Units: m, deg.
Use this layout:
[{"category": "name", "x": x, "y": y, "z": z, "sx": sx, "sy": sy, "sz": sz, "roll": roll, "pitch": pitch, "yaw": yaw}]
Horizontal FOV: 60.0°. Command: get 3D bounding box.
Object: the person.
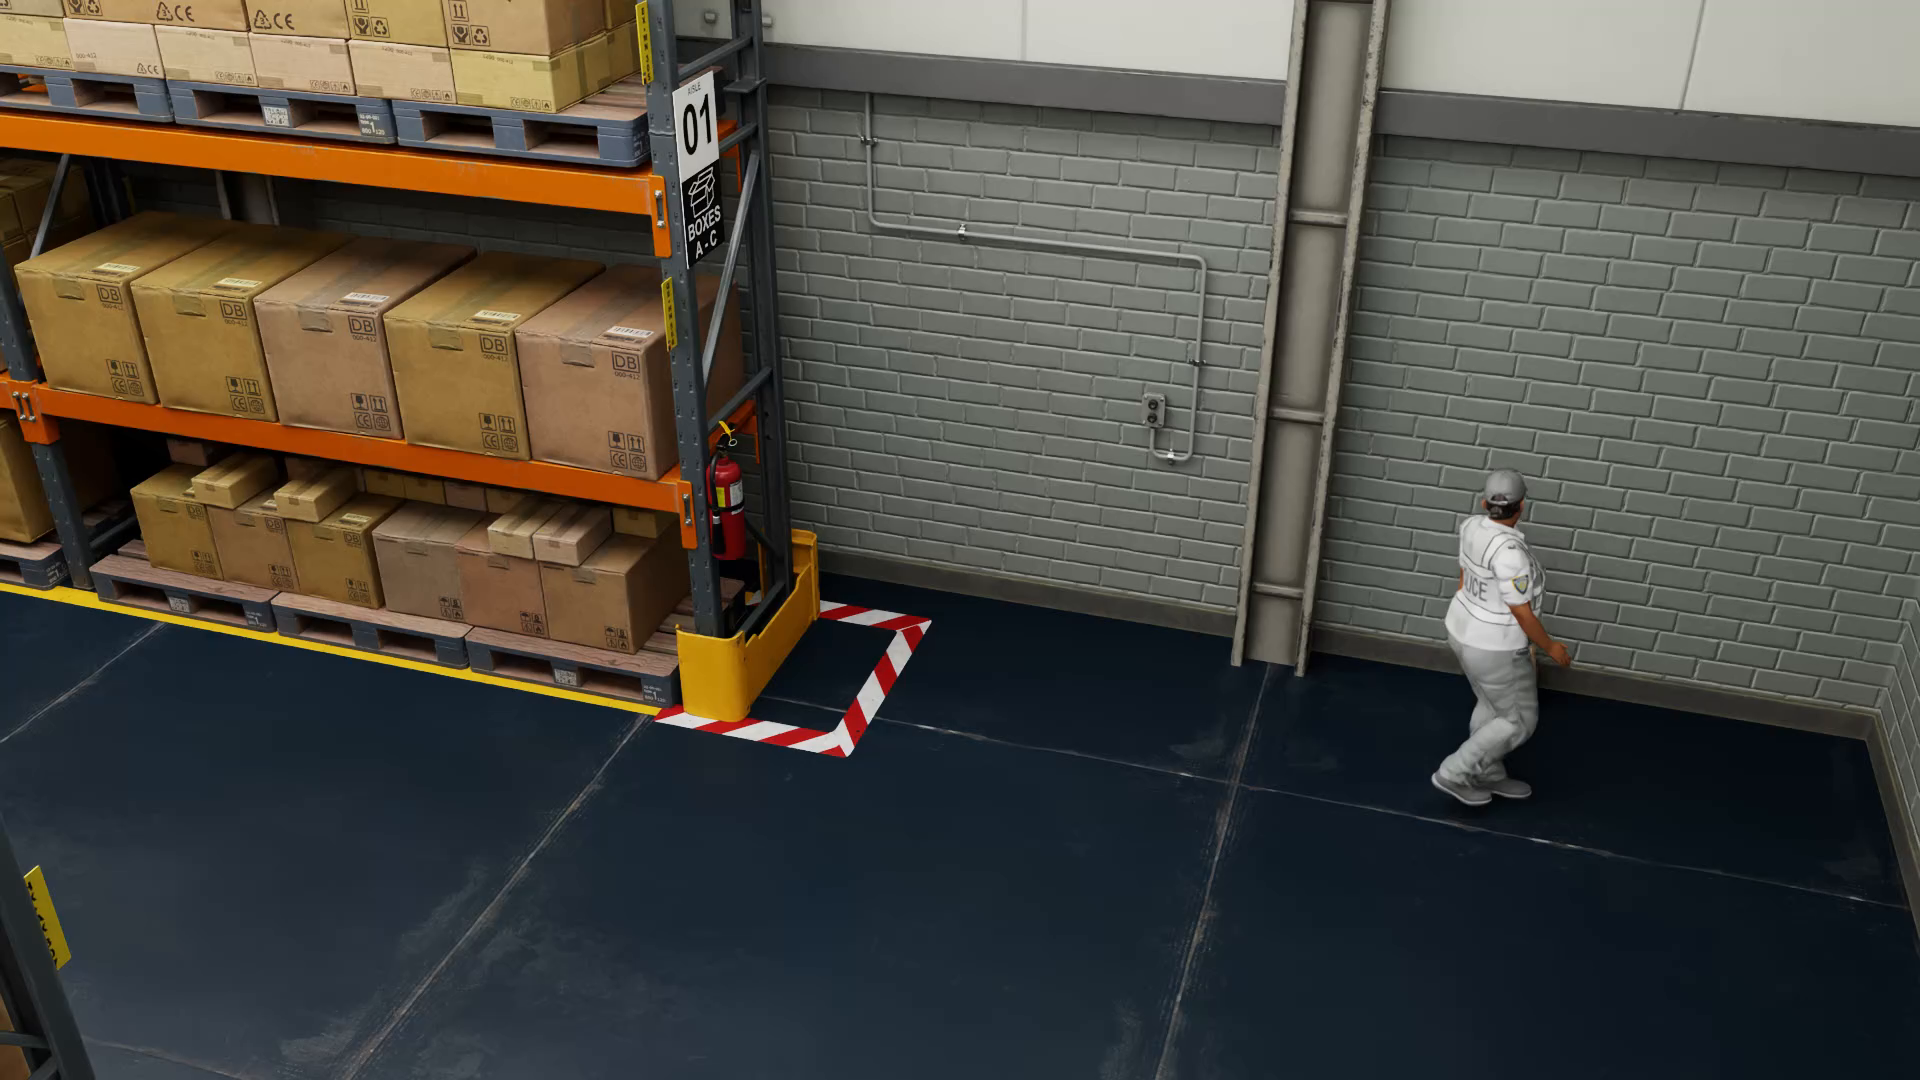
[{"category": "person", "x": 2.481, "y": 0.469, "z": 7.667, "sx": 0.551, "sy": 1.664, "sz": 0.552, "roll": -1, "pitch": 29, "yaw": -2}]
